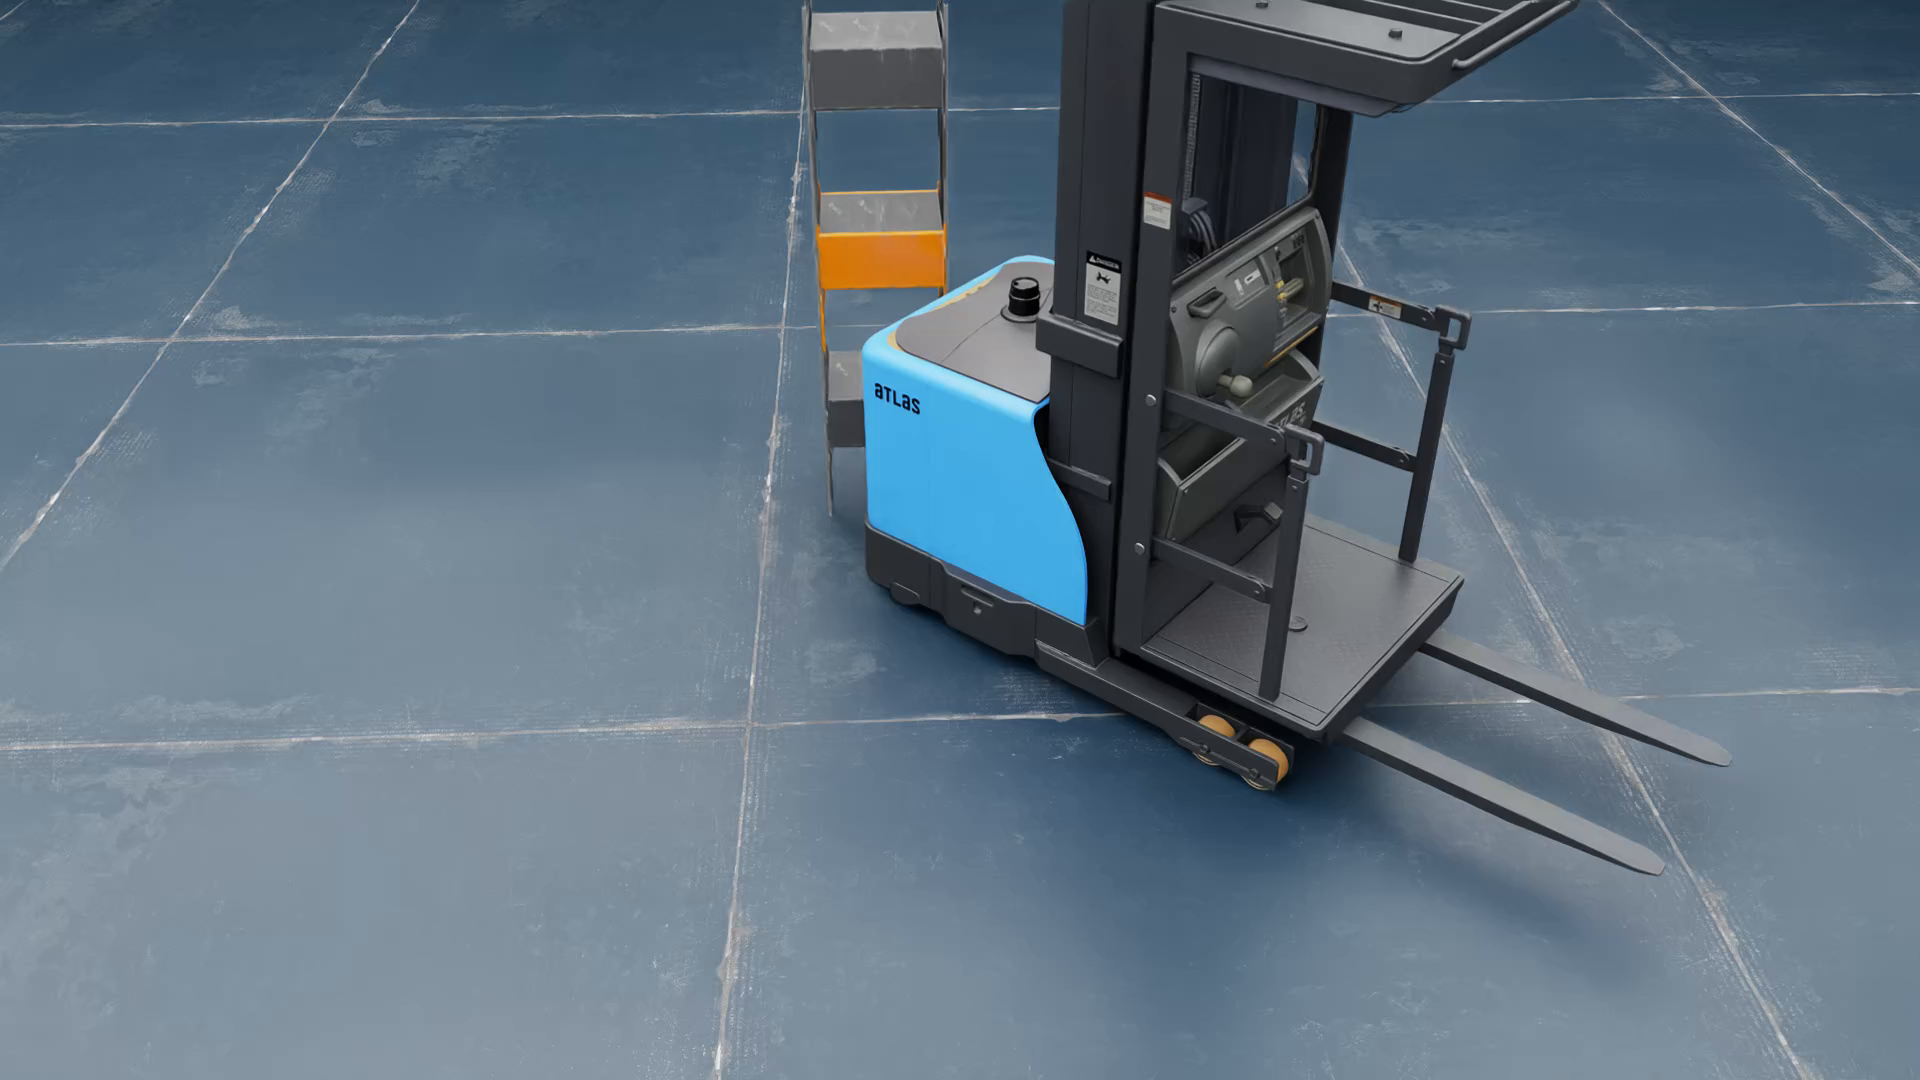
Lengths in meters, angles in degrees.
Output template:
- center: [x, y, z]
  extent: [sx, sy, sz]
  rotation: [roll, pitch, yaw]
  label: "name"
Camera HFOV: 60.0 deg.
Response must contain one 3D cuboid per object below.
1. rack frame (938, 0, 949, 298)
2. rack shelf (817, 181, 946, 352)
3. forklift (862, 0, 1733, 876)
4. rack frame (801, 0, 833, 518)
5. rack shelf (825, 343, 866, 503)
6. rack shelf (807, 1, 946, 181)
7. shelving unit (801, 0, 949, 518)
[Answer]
- center: [-0.060, -1.087, 6.476]
  extent: [0.015, 2.100, 0.400]
  rotation: [-2, 35, -3]
  label: "rack frame"
- center: [-0.304, -1.067, 6.471]
  extent: [0.480, 0.518, 0.431]
  rotation: [-2, 35, -3]
  label: "rack shelf"
- center: [1.101, -0.716, 5.209]
  extent: [3.031, 2.935, 1.130]
  rotation: [25, 42, 31]
  label: "forklift"
- center: [-0.547, -1.070, 6.451]
  extent: [0.015, 2.100, 0.400]
  rotation: [-2, 35, -3]
  label: "rack frame"
- center: [-0.304, -0.492, 6.870]
  extent: [0.480, 0.518, 0.431]
  rotation: [-2, 35, -3]
  label: "rack shelf"
- center: [-0.304, -1.643, 6.073]
  extent: [0.480, 0.518, 0.431]
  rotation: [-2, 35, -3]
  label: "rack shelf"
- center: [-0.304, -1.079, 6.464]
  extent: [0.503, 2.100, 0.431]
  rotation: [-2, 35, -3]
  label: "shelving unit"
